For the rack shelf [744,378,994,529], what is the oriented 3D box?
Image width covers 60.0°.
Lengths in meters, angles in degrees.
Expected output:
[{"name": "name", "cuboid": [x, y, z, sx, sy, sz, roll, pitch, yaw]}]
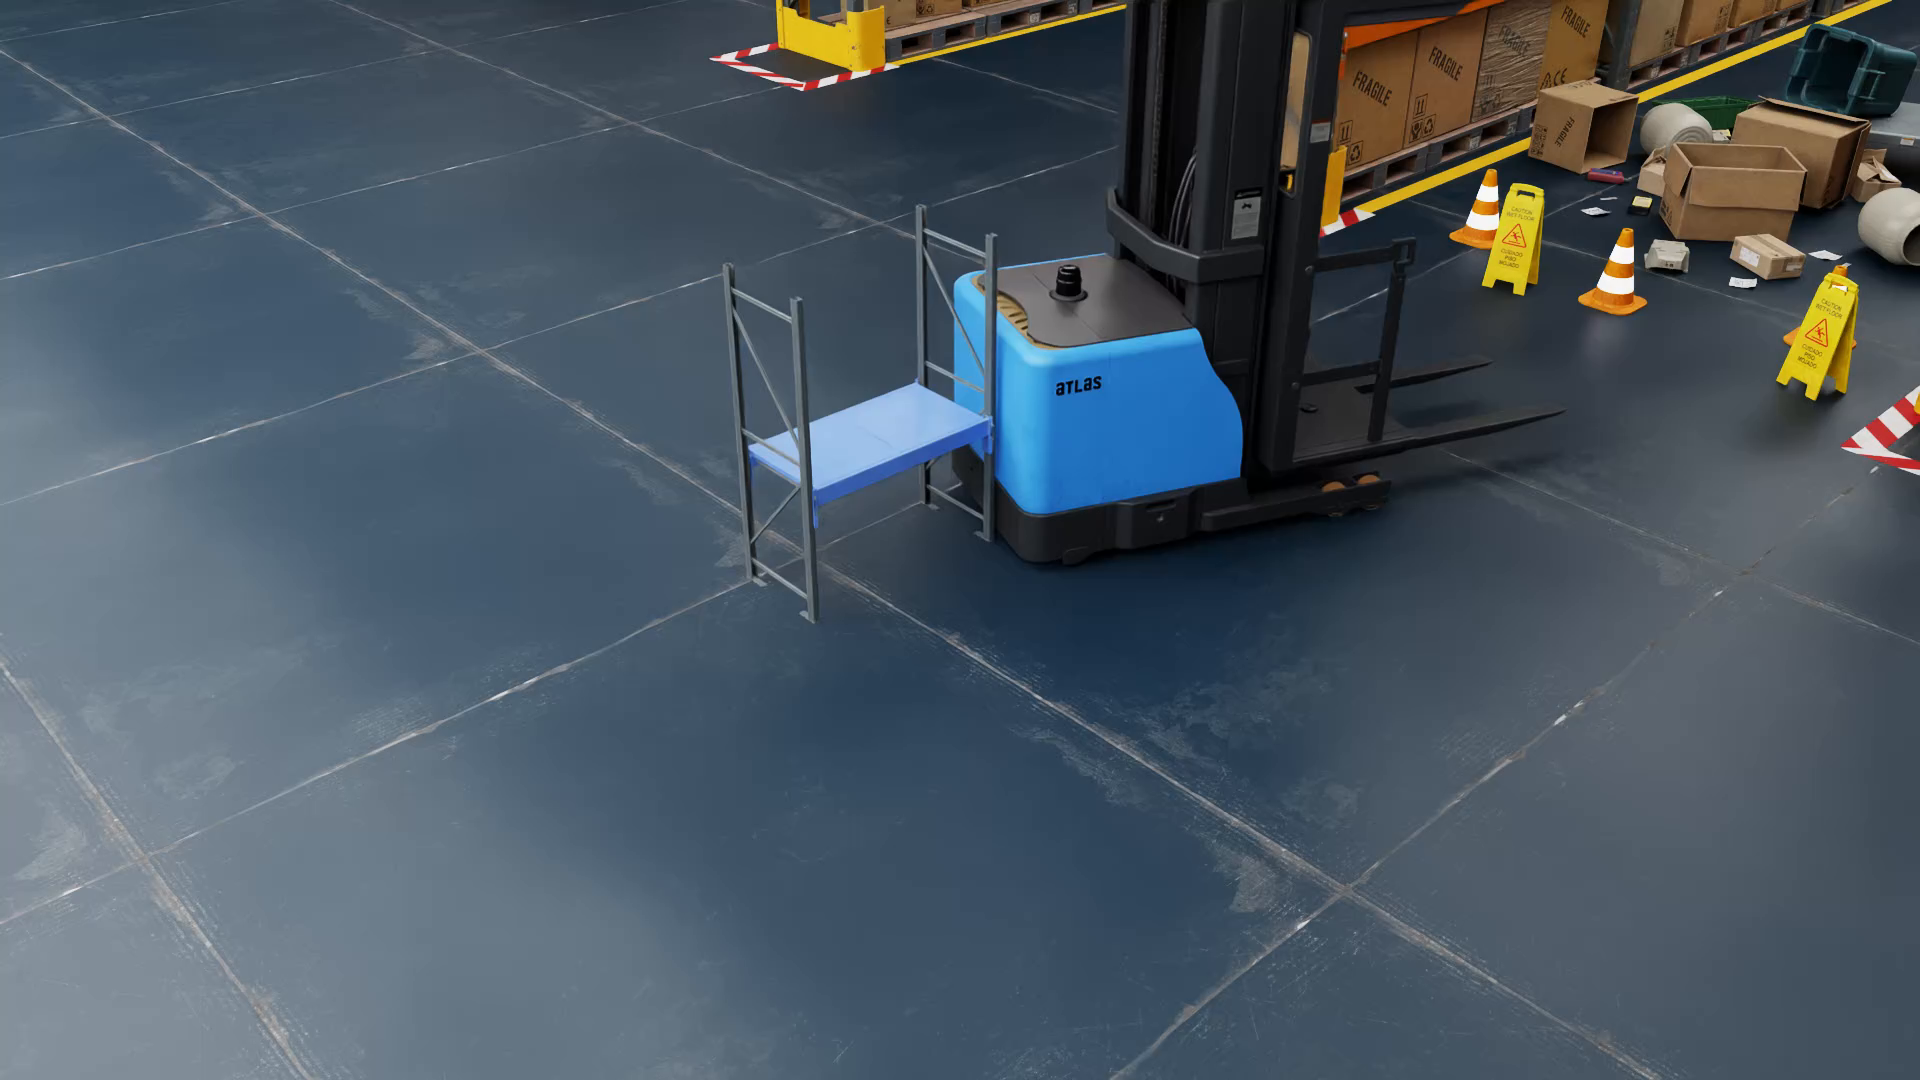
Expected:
[{"name": "rack shelf", "cuboid": [-0.398, -0.398, 7.309, 1.000, 0.185, 0.538, -25, 39, -34]}]

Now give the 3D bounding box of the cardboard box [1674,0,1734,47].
[{"name": "cardboard box", "cuboid": [6.132, -4.867, 14.589, 0.750, 0.750, 1.050, -26, 40, -35]}]

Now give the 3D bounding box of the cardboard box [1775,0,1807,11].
[{"name": "cardboard box", "cuboid": [7.453, -5.509, 15.638, 0.750, 0.750, 1.050, -26, 40, -36]}]

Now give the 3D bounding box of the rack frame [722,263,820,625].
[{"name": "rack frame", "cuboid": [-0.779, -0.376, 6.928, 0.032, 1.500, 0.500, -25, 39, -34]}]

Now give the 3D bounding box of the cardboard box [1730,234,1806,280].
[{"name": "cardboard box", "cuboid": [5.122, -1.797, 10.547, 0.250, 0.149, 0.380, -7, 32, -11]}]

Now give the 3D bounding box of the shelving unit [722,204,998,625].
[{"name": "shelving unit", "cuboid": [-0.398, -0.552, 7.215, 1.048, 1.500, 0.538, -25, 39, -34]}]

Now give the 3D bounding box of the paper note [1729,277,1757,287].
[{"name": "paper note", "cuboid": [4.874, -1.606, 10.348, 0.148, 0.019, 0.142, 15, 34, 23]}]

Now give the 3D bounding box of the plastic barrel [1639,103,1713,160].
[{"name": "plastic barrel", "cuboid": [5.239, -2.964, 12.192, 0.421, 0.421, 0.512, -1, 31, -2]}]

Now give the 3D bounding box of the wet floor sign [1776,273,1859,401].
[{"name": "wet floor sign", "cuboid": [4.668, -1.114, 8.953, 0.232, 0.644, 0.267, -12, 34, -19]}]

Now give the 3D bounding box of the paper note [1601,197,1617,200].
[{"name": "paper note", "cuboid": [4.546, -2.392, 11.652, 0.123, 0.001, 0.032, -7, 32, -11]}]

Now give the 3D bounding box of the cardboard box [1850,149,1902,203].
[{"name": "cardboard box", "cuboid": [6.411, -2.561, 11.683, 0.258, 0.266, 0.396, 4, 32, 6]}]

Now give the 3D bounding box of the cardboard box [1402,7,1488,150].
[{"name": "cardboard box", "cuboid": [3.191, -3.485, 12.209, 0.875, 0.875, 0.875, -27, 40, -36]}]

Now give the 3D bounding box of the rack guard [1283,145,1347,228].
[{"name": "rack guard", "cuboid": [2.077, -2.559, 11.456, 0.348, 0.500, 1.175, -26, 40, -35]}]

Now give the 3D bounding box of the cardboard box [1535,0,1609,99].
[{"name": "cardboard box", "cuboid": [4.519, -4.129, 13.261, 0.875, 0.875, 0.875, -25, 39, -35]}]

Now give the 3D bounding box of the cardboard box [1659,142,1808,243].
[{"name": "cardboard box", "cuboid": [5.101, -2.303, 11.033, 0.797, 0.503, 0.637, 4, 32, 6]}]

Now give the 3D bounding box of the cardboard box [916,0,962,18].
[{"name": "cardboard box", "cuboid": [-0.319, -5.120, 15.241, 0.500, 0.500, 0.500, -15, 35, -23]}]

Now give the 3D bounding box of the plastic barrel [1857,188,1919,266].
[{"name": "plastic barrel", "cuboid": [6.020, -1.989, 10.597, 0.421, 0.421, 0.512, -1, 31, -2]}]

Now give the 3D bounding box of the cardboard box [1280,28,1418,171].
[{"name": "cardboard box", "cuboid": [2.547, -3.172, 11.697, 0.875, 0.875, 0.875, -26, 40, -35]}]

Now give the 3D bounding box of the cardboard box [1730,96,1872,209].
[{"name": "cardboard box", "cuboid": [5.781, -2.695, 11.546, 0.503, 0.637, 0.797, -26, 40, -35]}]

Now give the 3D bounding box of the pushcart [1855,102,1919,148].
[{"name": "pushcart", "cuboid": [6.881, -2.931, 12.181, 1.648, 0.377, 0.936, 15, 34, 23]}]

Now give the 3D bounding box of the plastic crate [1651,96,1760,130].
[{"name": "plastic crate", "cuboid": [5.791, -3.315, 12.936, 0.662, 0.188, 0.450, -7, 22, -11]}]

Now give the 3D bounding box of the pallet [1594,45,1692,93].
[{"name": "pallet", "cuboid": [5.542, -4.166, 14.360, 1.213, 0.211, 1.003, -26, 40, -35]}]

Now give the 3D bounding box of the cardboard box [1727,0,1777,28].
[{"name": "cardboard box", "cuboid": [6.814, -5.198, 15.129, 0.750, 0.750, 1.050, -25, 39, -35]}]

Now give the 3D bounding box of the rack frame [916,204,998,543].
[{"name": "rack frame", "cuboid": [-0.017, -0.727, 7.502, 0.032, 1.500, 0.500, -25, 39, -34]}]

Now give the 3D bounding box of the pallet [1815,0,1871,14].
[{"name": "pallet", "cuboid": [8.535, -5.559, 16.638, 1.213, 0.211, 1.003, -26, 40, -35]}]

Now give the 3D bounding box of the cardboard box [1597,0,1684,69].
[{"name": "cardboard box", "cuboid": [5.422, -4.527, 14.031, 0.750, 0.750, 1.050, -26, 40, -36]}]

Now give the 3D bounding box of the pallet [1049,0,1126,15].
[{"name": "pallet", "cuboid": [1.261, -5.545, 16.615, 1.213, 0.211, 1.003, -26, 40, -35]}]

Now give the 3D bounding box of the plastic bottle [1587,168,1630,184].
[{"name": "plastic bottle", "cuboid": [4.675, -2.616, 11.970, 0.283, 0.061, 0.133, 15, 34, 23]}]

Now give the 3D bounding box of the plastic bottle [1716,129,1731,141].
[{"name": "plastic bottle", "cuboid": [5.851, -3.124, 12.800, 0.133, 0.061, 0.283, 9, 33, 15]}]

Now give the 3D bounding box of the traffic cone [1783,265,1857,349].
[{"name": "traffic cone", "cuboid": [4.973, -1.340, 9.498, 0.334, 0.463, 0.336, -26, 40, -35]}]

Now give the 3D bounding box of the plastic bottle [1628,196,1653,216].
[{"name": "plastic bottle", "cuboid": [4.705, -2.319, 11.483, 0.133, 0.061, 0.283, 15, 34, 23]}]

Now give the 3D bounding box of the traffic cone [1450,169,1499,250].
[{"name": "traffic cone", "cuboid": [3.450, -2.197, 10.899, 0.334, 0.463, 0.336, -26, 40, -35]}]

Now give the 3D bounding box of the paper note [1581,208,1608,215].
[{"name": "paper note", "cuboid": [4.368, -2.258, 11.416, 0.142, 0.017, 0.144, -12, 34, -19]}]

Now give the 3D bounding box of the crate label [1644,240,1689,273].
[{"name": "crate label", "cuboid": [4.503, -1.807, 10.575, 0.250, 0.136, 0.298, 9, 33, 15]}]

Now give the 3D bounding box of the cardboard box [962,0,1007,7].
[{"name": "cardboard box", "cuboid": [0.153, -5.335, 15.593, 0.500, 0.500, 0.500, -22, 38, -31]}]

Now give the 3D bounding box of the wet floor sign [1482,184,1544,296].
[{"name": "wet floor sign", "cuboid": [3.420, -1.862, 10.176, 0.267, 0.644, 0.232, 22, 37, 31]}]

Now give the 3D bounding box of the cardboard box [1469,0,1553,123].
[{"name": "cardboard box", "cuboid": [3.861, -3.808, 12.736, 0.875, 0.875, 0.875, -25, 40, -35]}]

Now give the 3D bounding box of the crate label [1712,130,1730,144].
[{"name": "crate label", "cuboid": [5.627, -2.981, 12.494, 0.298, 0.136, 0.250, 4, 32, 6]}]

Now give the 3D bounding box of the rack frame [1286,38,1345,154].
[{"name": "rack frame", "cuboid": [2.095, -3.634, 10.817, 0.127, 3.000, 1.000, -26, 40, -35]}]

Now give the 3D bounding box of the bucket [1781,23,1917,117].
[{"name": "bucket", "cuboid": [6.496, -3.374, 12.074, 0.620, 0.611, 0.726, -3, 30, -25]}]

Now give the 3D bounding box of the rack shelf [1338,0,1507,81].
[{"name": "rack shelf", "cuboid": [3.561, -4.036, 12.165, 4.000, 0.370, 1.077, -26, 40, -35]}]

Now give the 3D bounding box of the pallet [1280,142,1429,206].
[{"name": "pallet", "cuboid": [2.628, -2.758, 12.058, 1.213, 0.211, 1.003, -26, 40, -35]}]

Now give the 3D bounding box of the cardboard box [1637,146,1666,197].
[{"name": "cardboard box", "cuboid": [5.020, -2.572, 11.702, 0.258, 0.266, 0.396, -19, 36, -28]}]

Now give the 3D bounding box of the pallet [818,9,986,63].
[{"name": "pallet", "cuboid": [-0.528, -4.679, 15.200, 1.213, 0.211, 1.003, -26, 40, -35]}]

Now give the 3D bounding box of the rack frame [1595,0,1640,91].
[{"name": "rack frame", "cuboid": [5.028, -5.053, 13.138, 0.127, 3.000, 1.000, -26, 40, -35]}]

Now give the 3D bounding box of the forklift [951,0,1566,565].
[{"name": "forklift", "cuboid": [1.529, -1.605, 7.565, 3.031, 2.935, 1.130, -11, 33, -17]}]

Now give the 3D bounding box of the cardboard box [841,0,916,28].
[{"name": "cardboard box", "cuboid": [-0.734, -4.895, 14.873, 0.500, 0.500, 0.500, -18, 36, -27]}]

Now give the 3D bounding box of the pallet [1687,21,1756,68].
[{"name": "pallet", "cuboid": [6.437, -4.601, 15.071, 1.213, 0.211, 1.003, -26, 40, -35]}]

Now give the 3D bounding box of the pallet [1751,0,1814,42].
[{"name": "pallet", "cuboid": [7.332, -5.031, 15.775, 1.213, 0.211, 1.003, -26, 40, -35]}]

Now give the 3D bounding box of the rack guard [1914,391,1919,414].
[{"name": "rack guard", "cuboid": [5.590, -0.737, 8.476, 0.348, 0.500, 1.175, -26, 40, -35]}]

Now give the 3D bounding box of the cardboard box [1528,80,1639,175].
[{"name": "cardboard box", "cuboid": [4.587, -3.044, 12.247, 0.500, 0.500, 0.500, -19, 36, -28]}]

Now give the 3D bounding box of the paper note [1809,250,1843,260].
[{"name": "paper note", "cuboid": [5.599, -1.845, 10.749, 0.142, 0.019, 0.148, -12, 34, -19]}]

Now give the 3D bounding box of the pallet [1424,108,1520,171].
[{"name": "pallet", "cuboid": [3.522, -3.188, 12.762, 1.213, 0.211, 1.003, -26, 40, -35]}]

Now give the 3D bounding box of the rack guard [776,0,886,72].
[{"name": "rack guard", "cuboid": [-1.148, -4.528, 14.675, 0.348, 0.500, 1.175, -26, 40, -35]}]

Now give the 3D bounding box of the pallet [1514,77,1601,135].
[{"name": "pallet", "cuboid": [4.417, -3.623, 13.473, 1.213, 0.211, 1.003, -26, 40, -35]}]

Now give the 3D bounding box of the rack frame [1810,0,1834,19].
[{"name": "rack frame", "cuboid": [7.961, -6.472, 15.458, 0.127, 3.000, 1.000, -26, 40, -35]}]

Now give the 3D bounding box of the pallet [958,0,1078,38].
[{"name": "pallet", "cuboid": [0.366, -5.110, 15.904, 1.213, 0.211, 1.003, -26, 40, -35]}]

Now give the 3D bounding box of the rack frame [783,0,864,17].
[{"name": "rack frame", "cuboid": [-1.204, -5.567, 13.979, 0.127, 3.000, 1.000, -26, 40, -35]}]

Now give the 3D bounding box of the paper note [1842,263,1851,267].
[{"name": "paper note", "cuboid": [5.639, -1.746, 10.596, 0.123, 0.001, 0.032, -26, 40, -35]}]

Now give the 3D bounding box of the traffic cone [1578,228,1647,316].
[{"name": "traffic cone", "cuboid": [3.969, -1.644, 9.995, 0.334, 0.463, 0.336, -26, 40, -35]}]
